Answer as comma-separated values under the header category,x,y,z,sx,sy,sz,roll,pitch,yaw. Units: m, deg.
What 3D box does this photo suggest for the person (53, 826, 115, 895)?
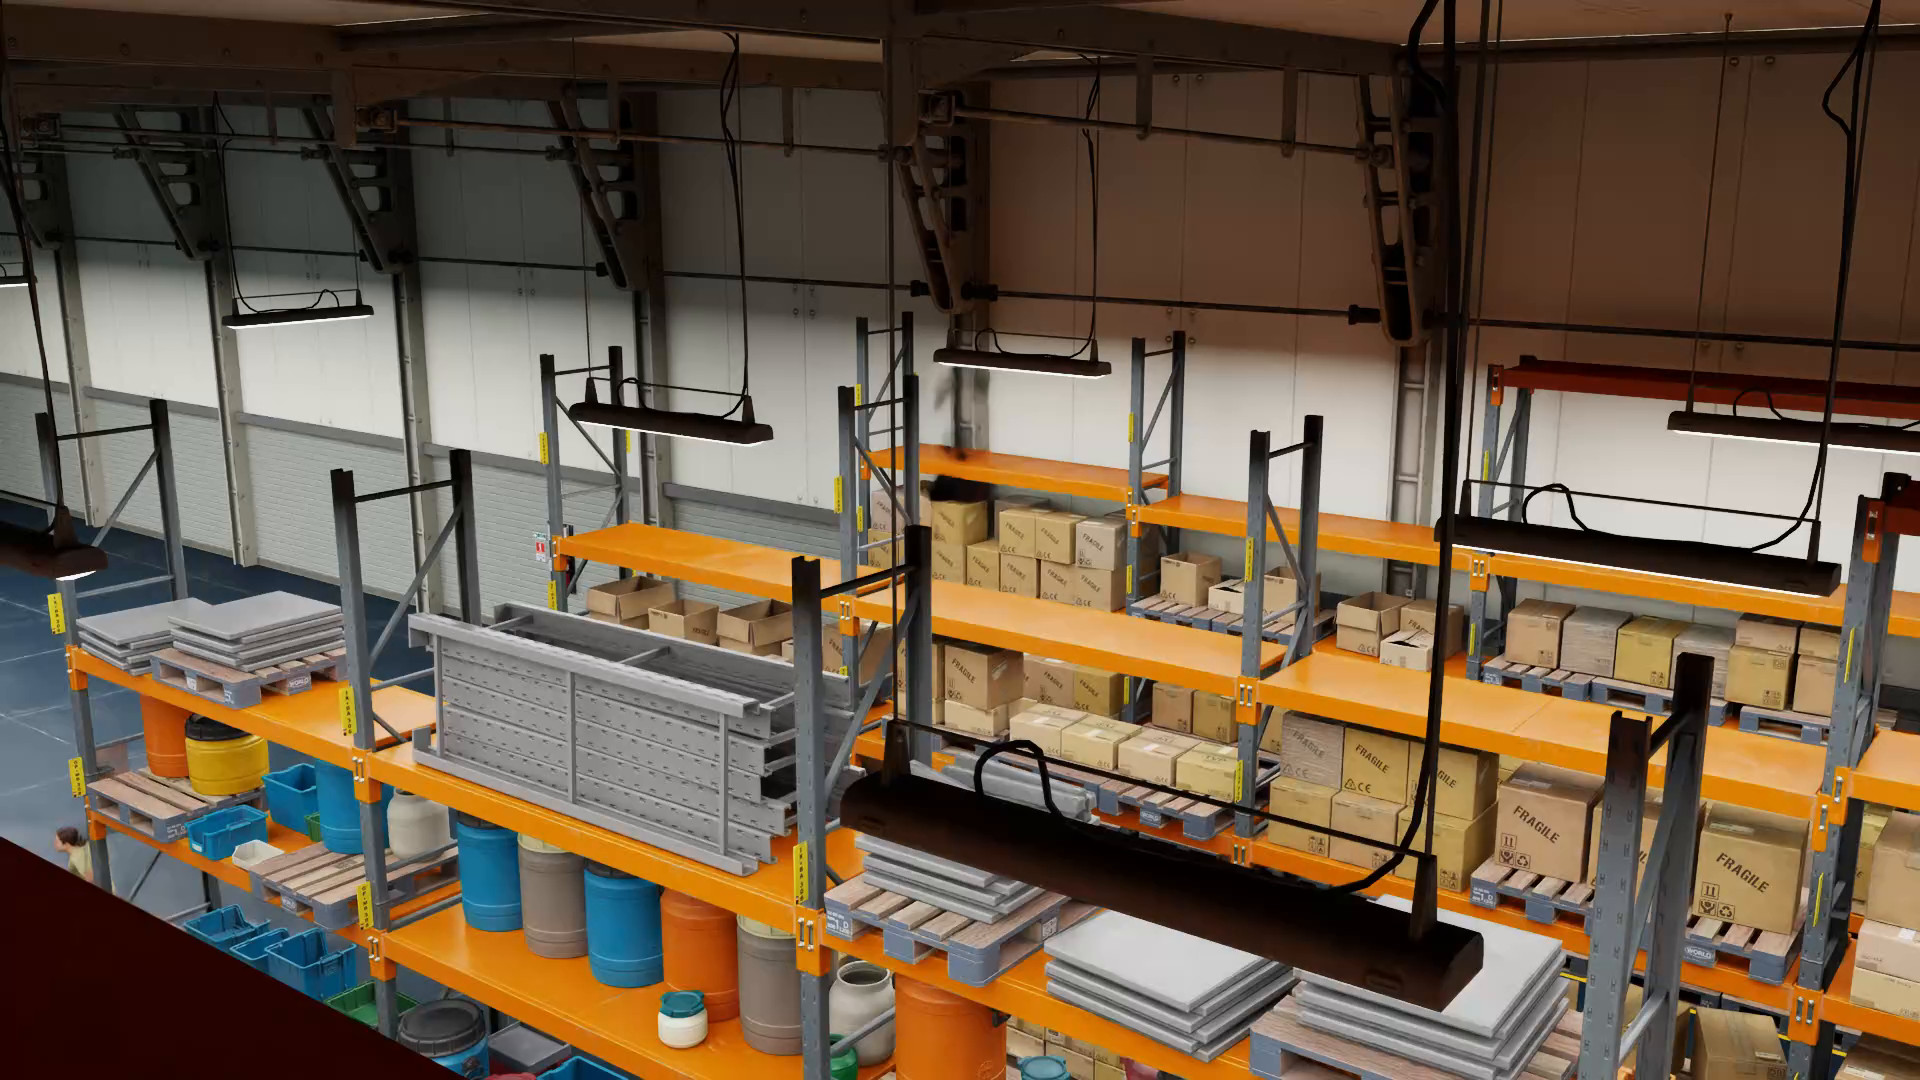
category,x,y,z,sx,sy,sz,roll,pitch,yaw
person,-8.455,3.569,16.489,0.811,1.595,0.578,-6,14,-24

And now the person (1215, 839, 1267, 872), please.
category,x,y,z,sx,sy,sz,roll,pitch,yaw
person,2.695,3.535,16.210,0.880,1.765,0.699,9,16,35
